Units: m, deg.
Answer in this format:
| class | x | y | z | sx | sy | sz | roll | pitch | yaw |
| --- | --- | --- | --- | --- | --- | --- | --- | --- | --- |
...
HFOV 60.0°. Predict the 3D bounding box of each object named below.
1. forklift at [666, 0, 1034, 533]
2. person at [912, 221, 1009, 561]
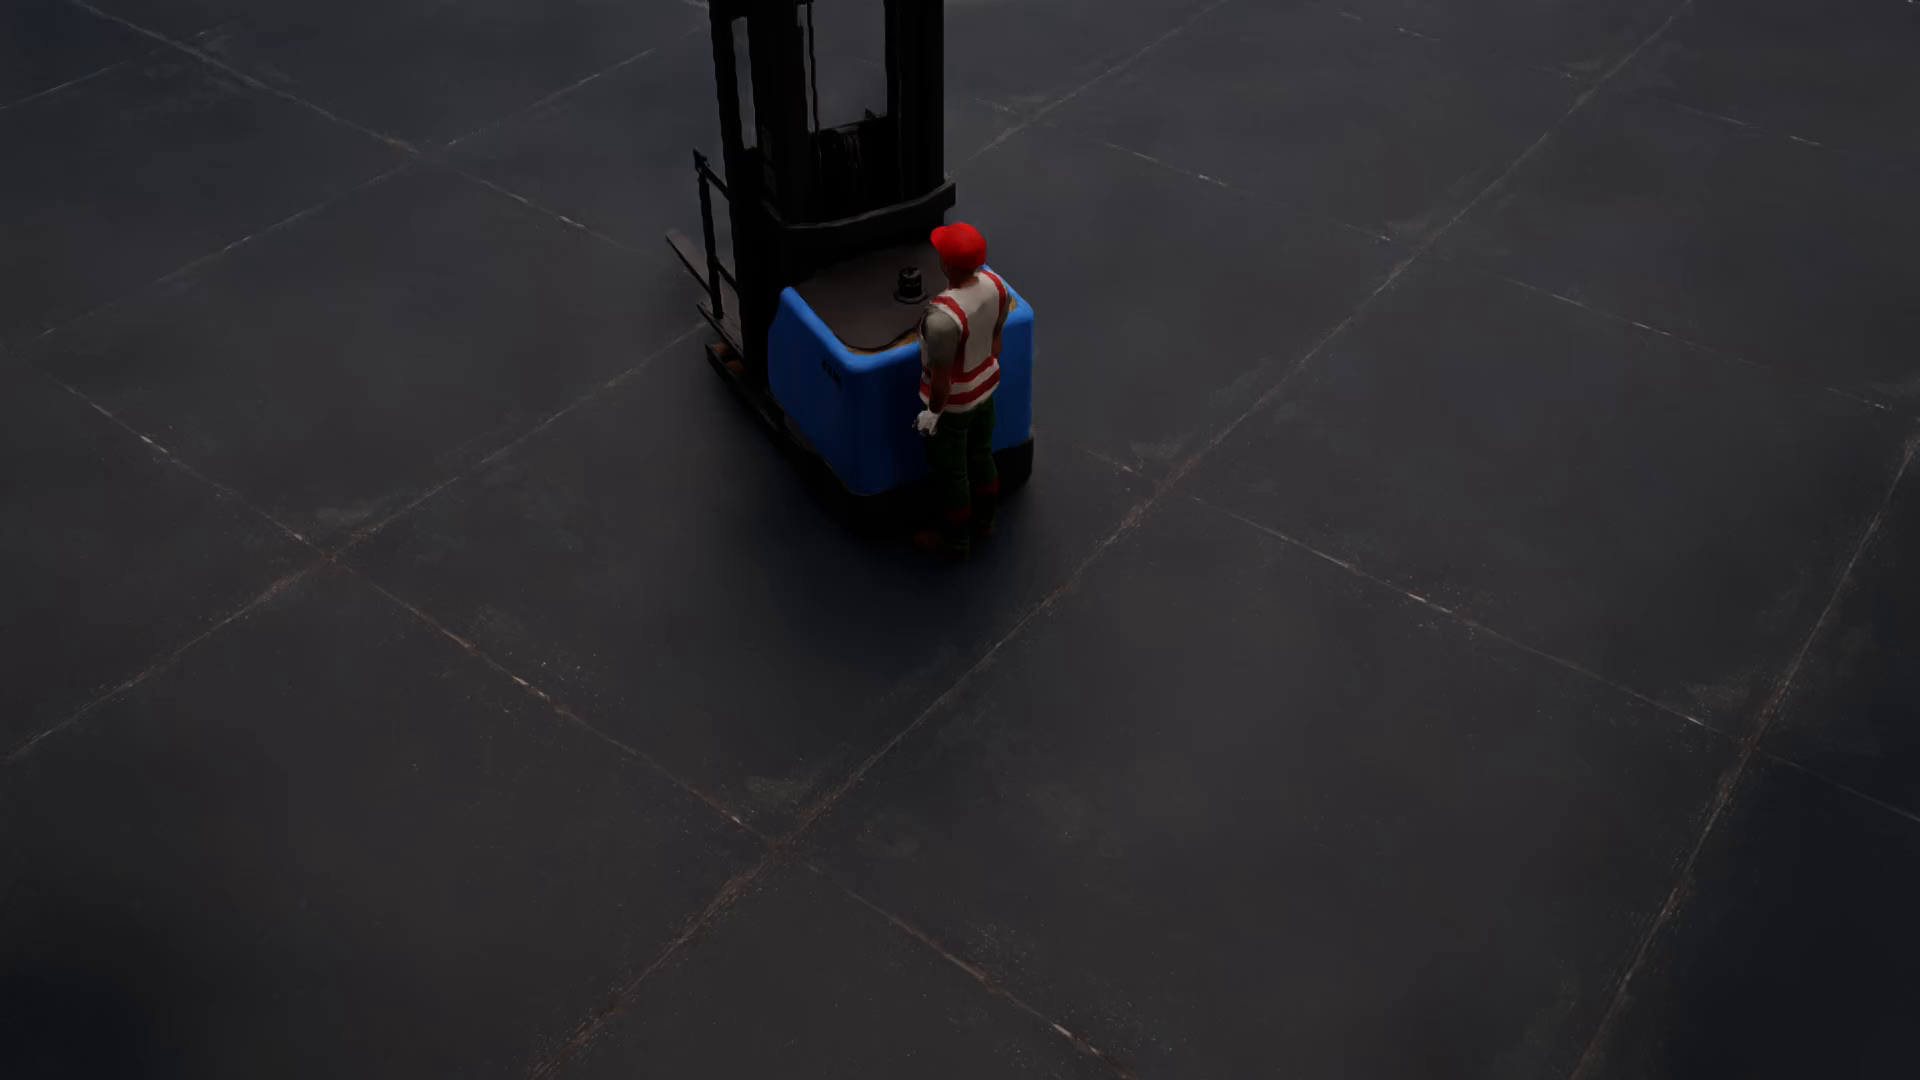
| class | x | y | z | sx | sy | sz | roll | pitch | yaw |
| --- | --- | --- | --- | --- | --- | --- | --- | --- | --- |
| forklift | -0.782 | -2.093 | 8.529 | 1.130 | 2.935 | 3.031 | -20 | 44 | -22 |
| person | -0.017 | -0.689 | 7.761 | 0.349 | 1.795 | 0.540 | 26 | 47 | 28 |
